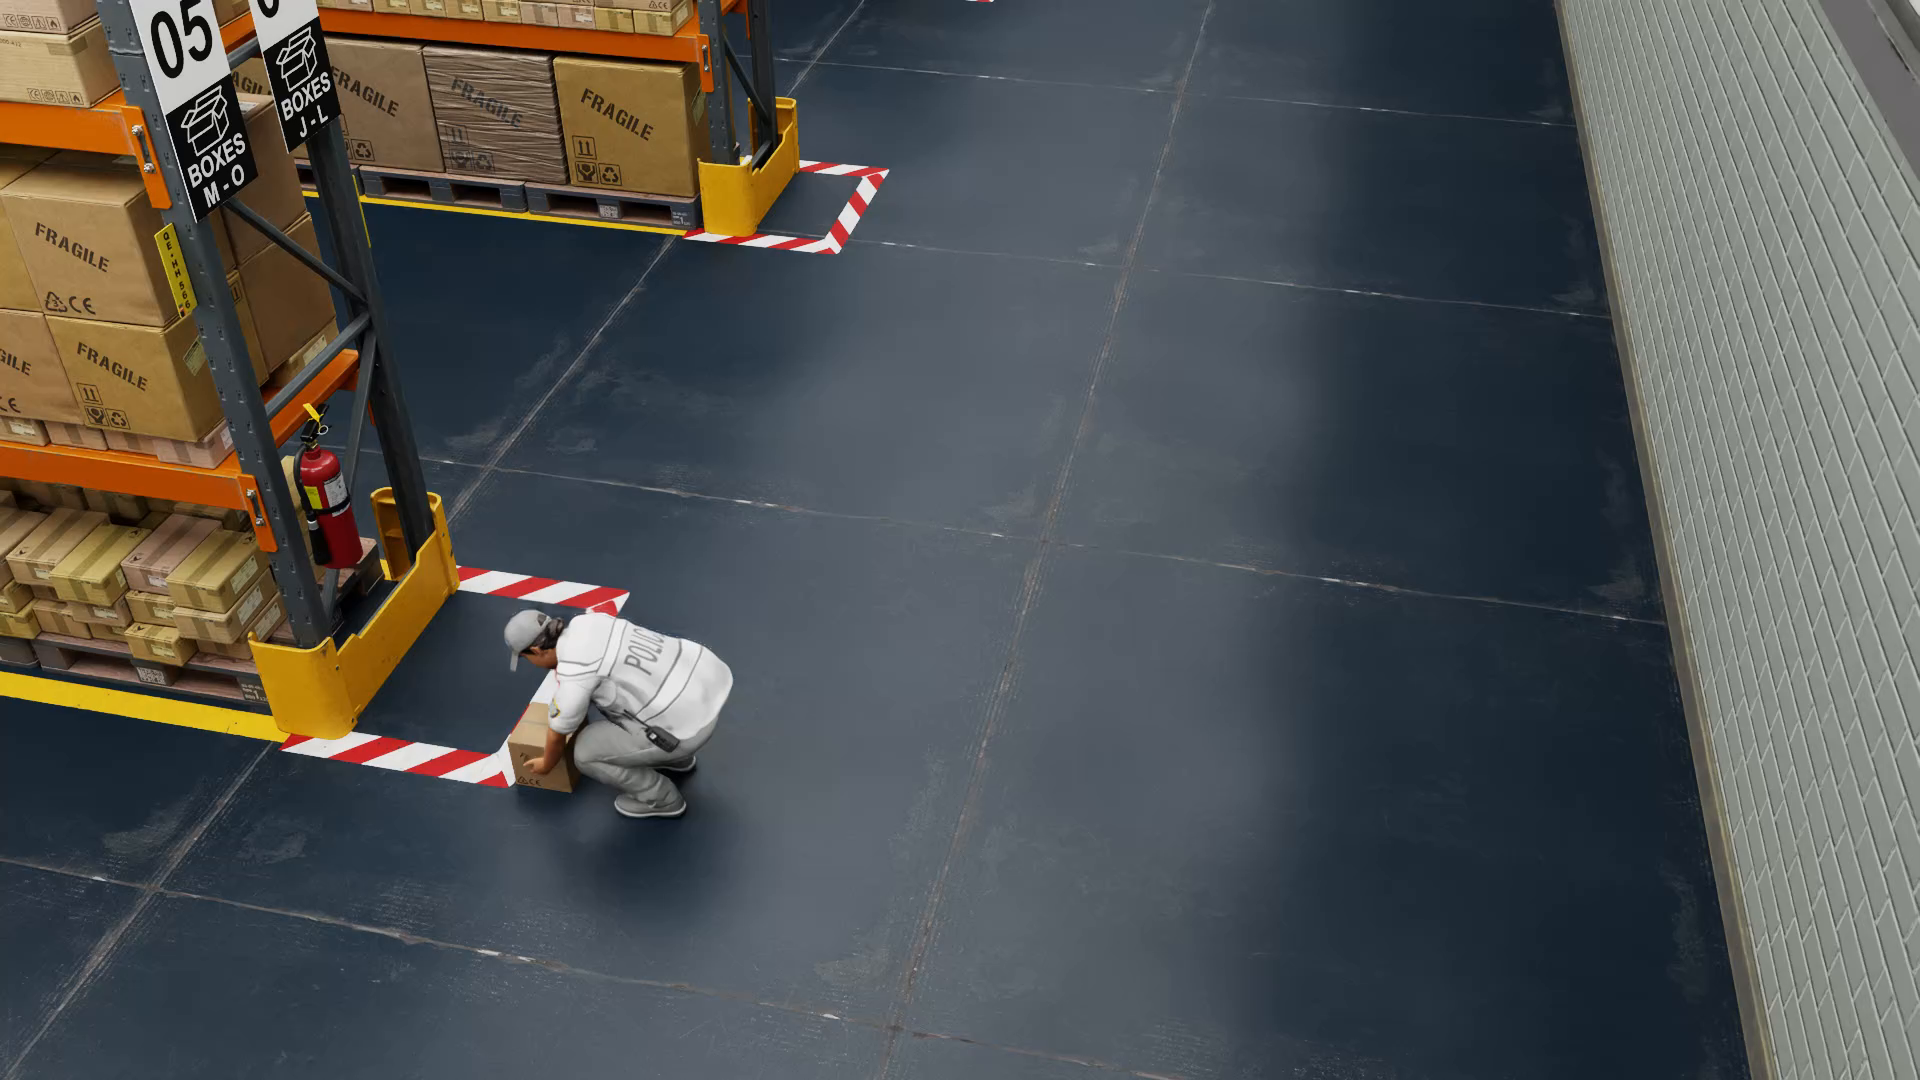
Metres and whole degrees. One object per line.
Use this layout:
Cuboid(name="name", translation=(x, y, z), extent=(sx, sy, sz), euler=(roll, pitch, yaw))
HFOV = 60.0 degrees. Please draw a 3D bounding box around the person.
Cuboid(name="person", translation=(-1.364, 0.668, 6.707), extent=(0.838, 0.907, 0.516), euler=(7, 37, 10))
